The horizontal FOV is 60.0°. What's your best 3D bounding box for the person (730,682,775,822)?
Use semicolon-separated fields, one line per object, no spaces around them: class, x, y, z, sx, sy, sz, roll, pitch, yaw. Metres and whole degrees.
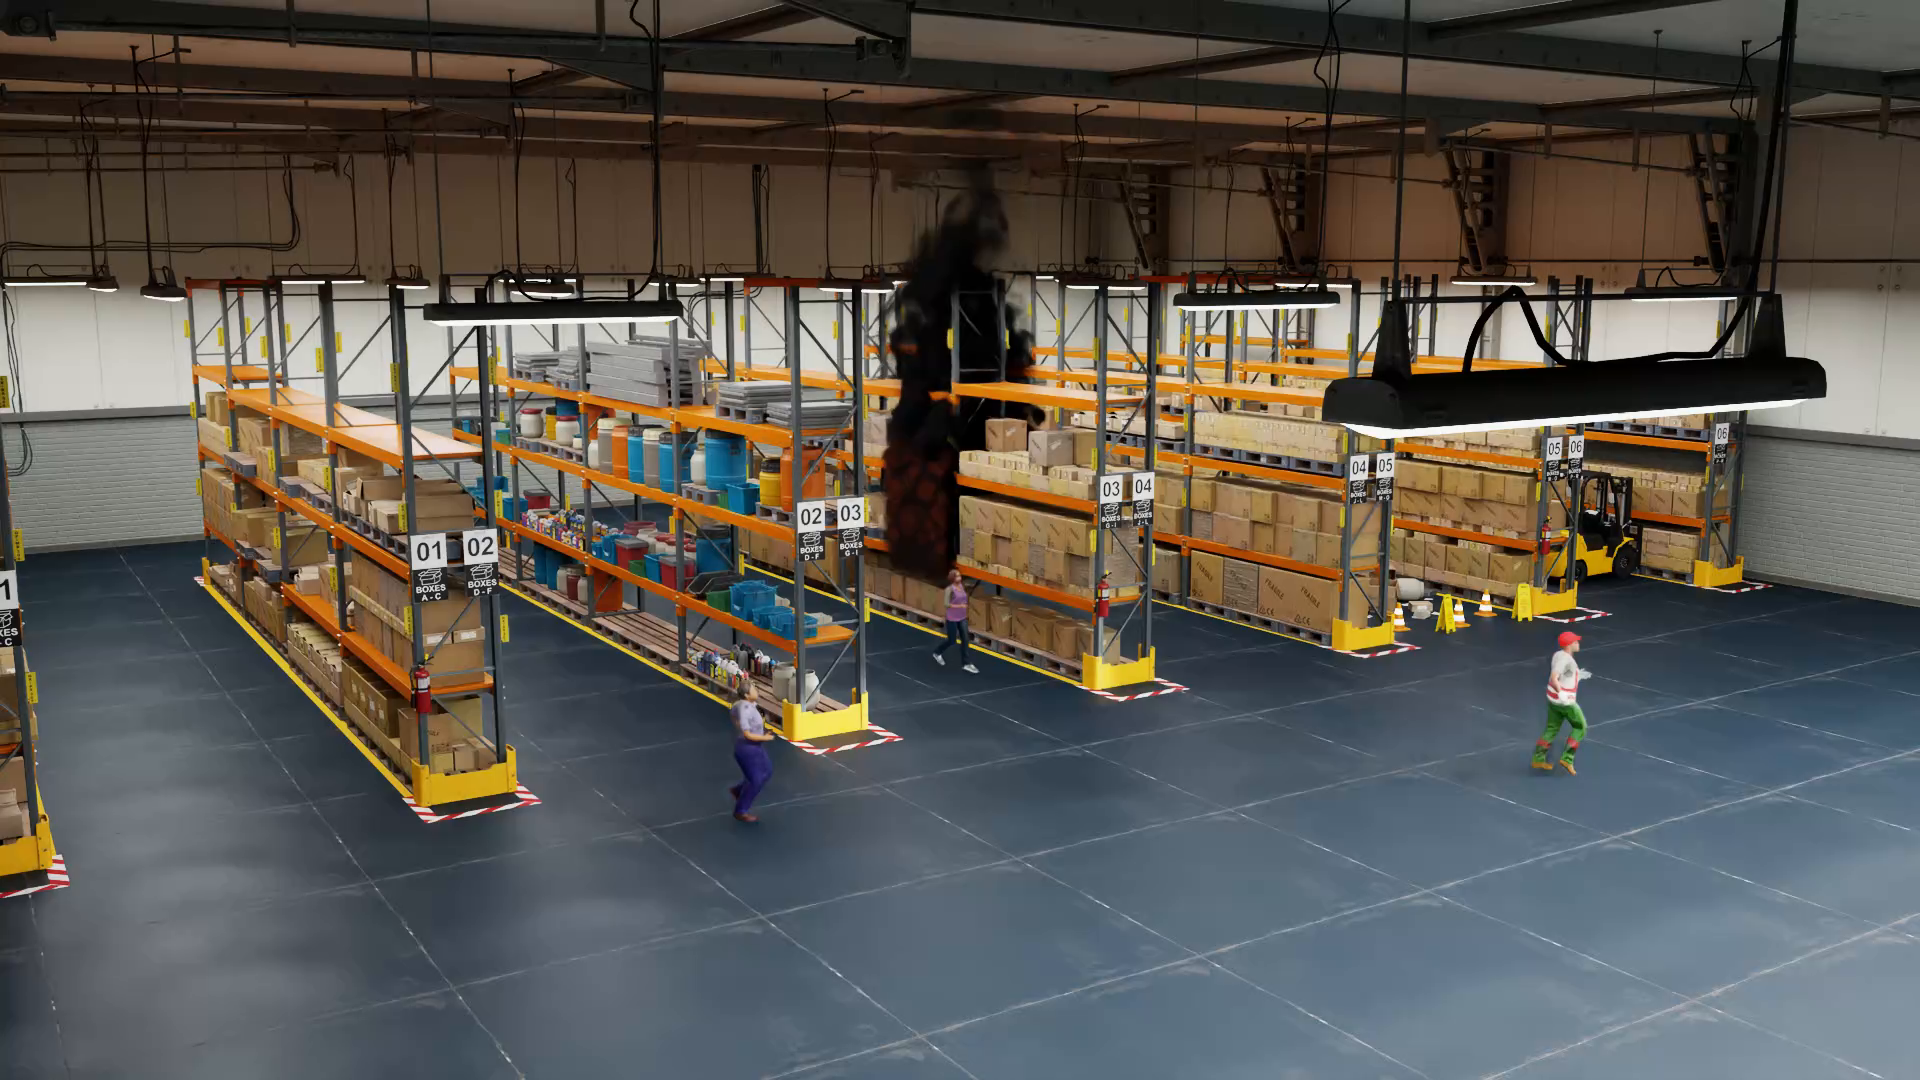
person;-2.364;2.438;18.922;0.506;1.535;0.632;-2;10;-11

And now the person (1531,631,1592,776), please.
person;7.500;2.031;20.670;0.746;1.832;0.616;-1;10;-3

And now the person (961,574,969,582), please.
person;0.107;0.141;32.066;0.640;1.705;0.645;-7;12;-36

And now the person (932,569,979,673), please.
person;-0.065;1.227;25.713;0.873;1.580;0.545;8;13;40
